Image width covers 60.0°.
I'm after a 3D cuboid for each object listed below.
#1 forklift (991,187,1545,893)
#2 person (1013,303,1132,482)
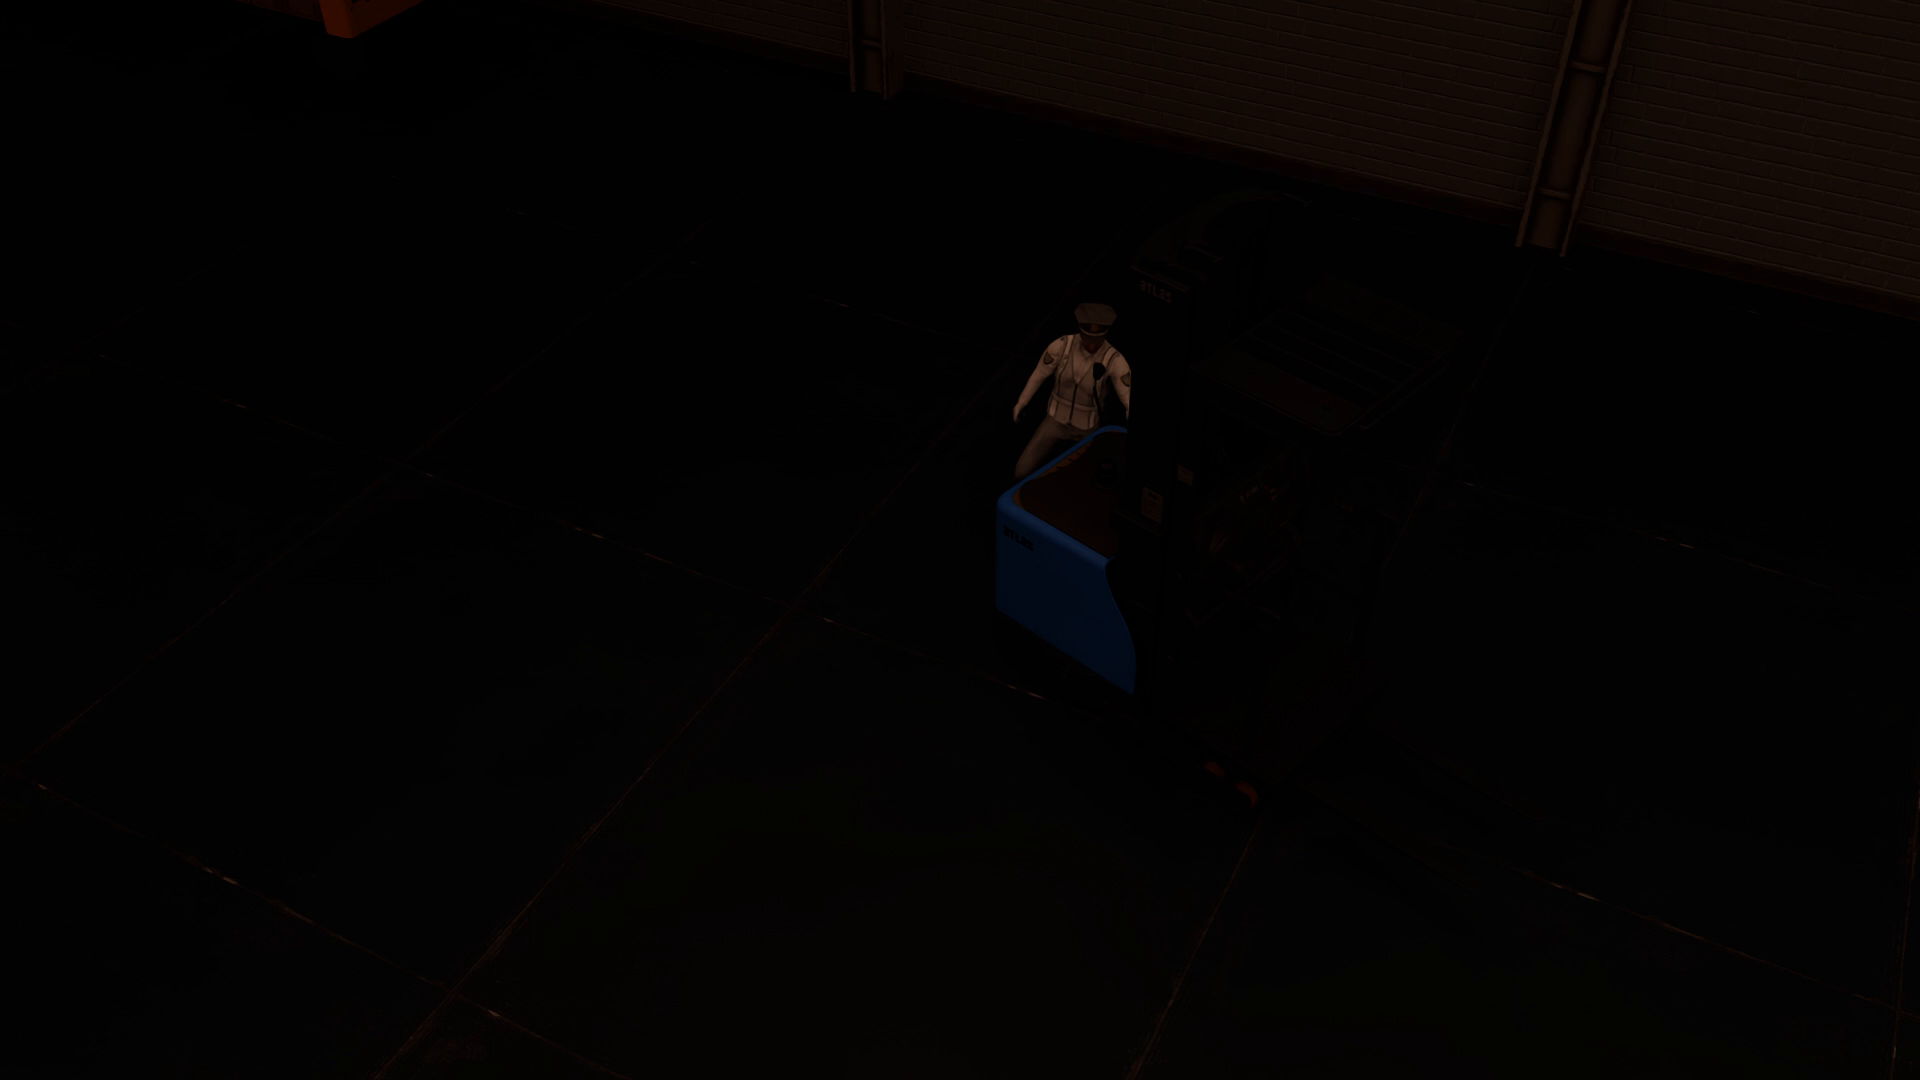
[{"bbox_3d":[1.594,-0.096,8.101,3.031,2.935,1.130,31,49,32],"label":"forklift"},{"bbox_3d":[0.713,-0.707,9.914,0.856,1.566,0.573,15,42,17],"label":"person"}]
